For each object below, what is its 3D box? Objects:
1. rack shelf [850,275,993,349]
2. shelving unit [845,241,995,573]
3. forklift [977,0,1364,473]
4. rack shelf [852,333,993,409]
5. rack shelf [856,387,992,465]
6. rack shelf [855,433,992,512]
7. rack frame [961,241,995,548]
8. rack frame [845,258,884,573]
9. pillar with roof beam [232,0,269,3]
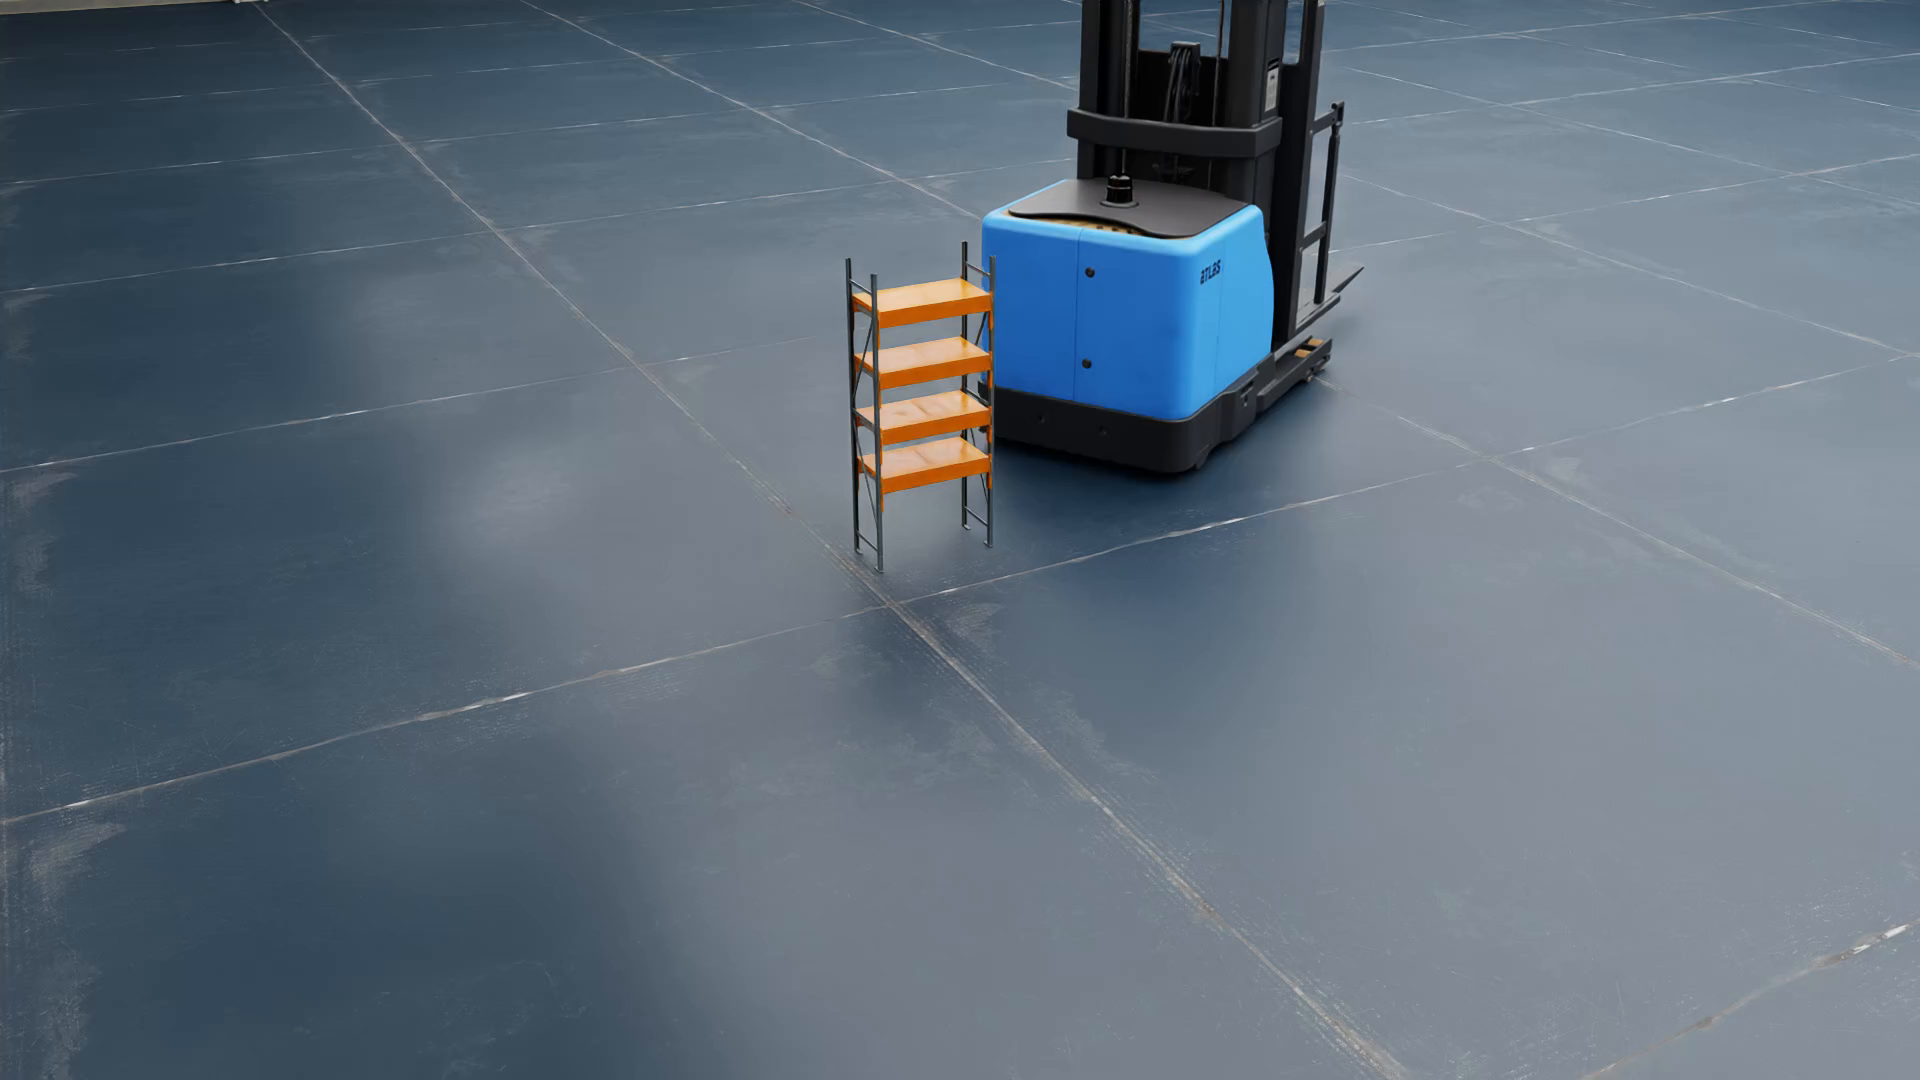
[{"bbox_3d":[-0.146,-0.861,6.250,0.480,0.148,0.258,-13,29,-25],"label":"rack shelf"},{"bbox_3d":[-0.146,-0.507,6.420,0.503,1.200,0.258,-13,29,-25],"label":"shelving unit"},{"bbox_3d":[1.259,-2.209,7.964,1.130,2.935,3.031,14,29,27],"label":"forklift"},{"bbox_3d":[-0.146,-0.648,6.352,0.480,0.148,0.258,-13,29,-25],"label":"rack shelf"},{"bbox_3d":[-0.146,-0.447,6.449,0.480,0.148,0.258,-13,29,-25],"label":"rack shelf"},{"bbox_3d":[-0.146,-0.268,6.535,0.480,0.148,0.258,-13,29,-25],"label":"rack shelf"},{"bbox_3d":[0.069,-0.557,6.524,0.015,1.200,0.240,-13,29,-25],"label":"rack frame"},{"bbox_3d":[-0.361,-0.457,6.317,0.015,1.200,0.240,-13,29,-25],"label":"rack frame"},{"bbox_3d":[-6.856,-9.163,15.437,0.400,9.000,9.100,-13,29,-25],"label":"pillar with roof beam"}]
